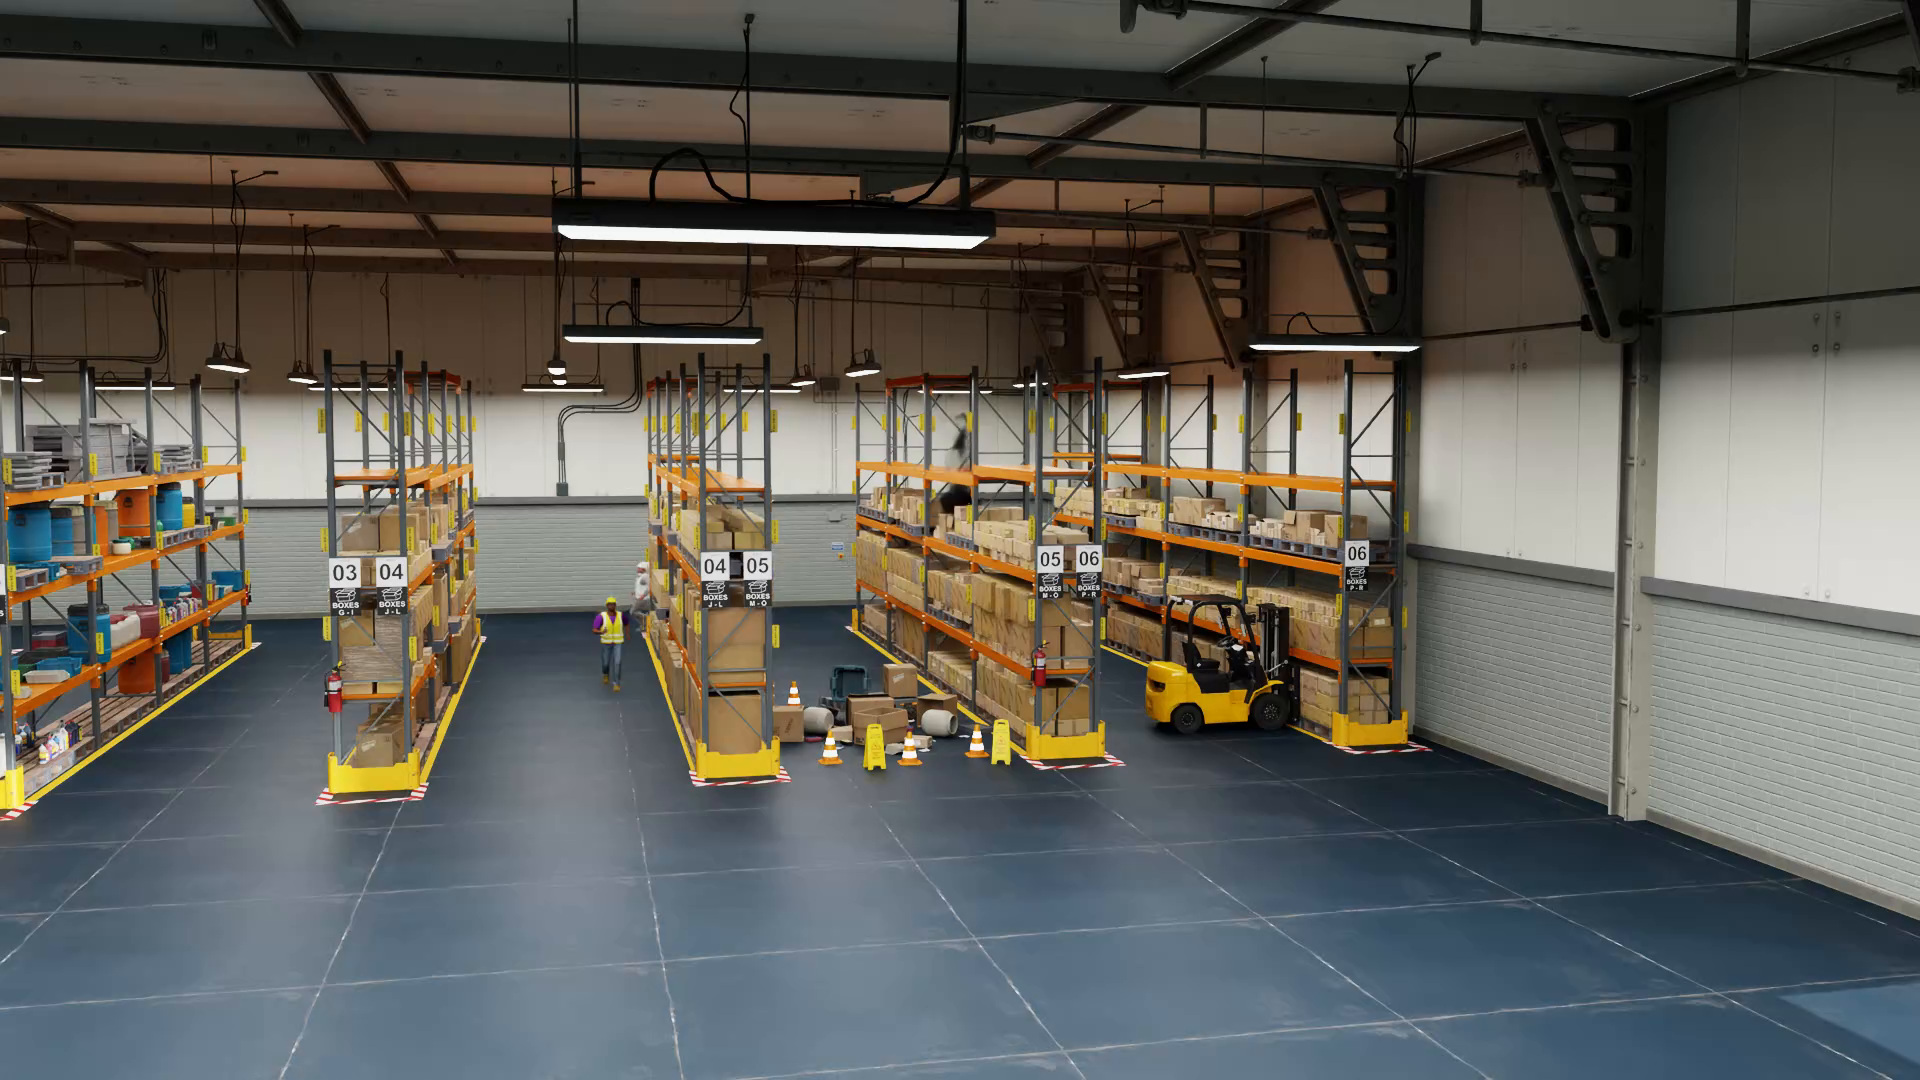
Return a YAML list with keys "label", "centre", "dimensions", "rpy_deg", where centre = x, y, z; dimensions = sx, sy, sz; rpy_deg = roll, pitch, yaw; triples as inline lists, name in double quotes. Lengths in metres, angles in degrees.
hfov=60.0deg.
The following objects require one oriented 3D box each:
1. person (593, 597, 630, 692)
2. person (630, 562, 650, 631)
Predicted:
- label: "person"
  centre: [-6.552, 1.943, 31.266]
  dimensions: [0.688, 1.747, 0.941]
  rpy_deg: [-1, 4, -17]
- label: "person"
  centre: [-7.690, 1.370, 40.027]
  dimensions: [0.516, 1.715, 0.710]
  rpy_deg: [-1, 4, -20]
